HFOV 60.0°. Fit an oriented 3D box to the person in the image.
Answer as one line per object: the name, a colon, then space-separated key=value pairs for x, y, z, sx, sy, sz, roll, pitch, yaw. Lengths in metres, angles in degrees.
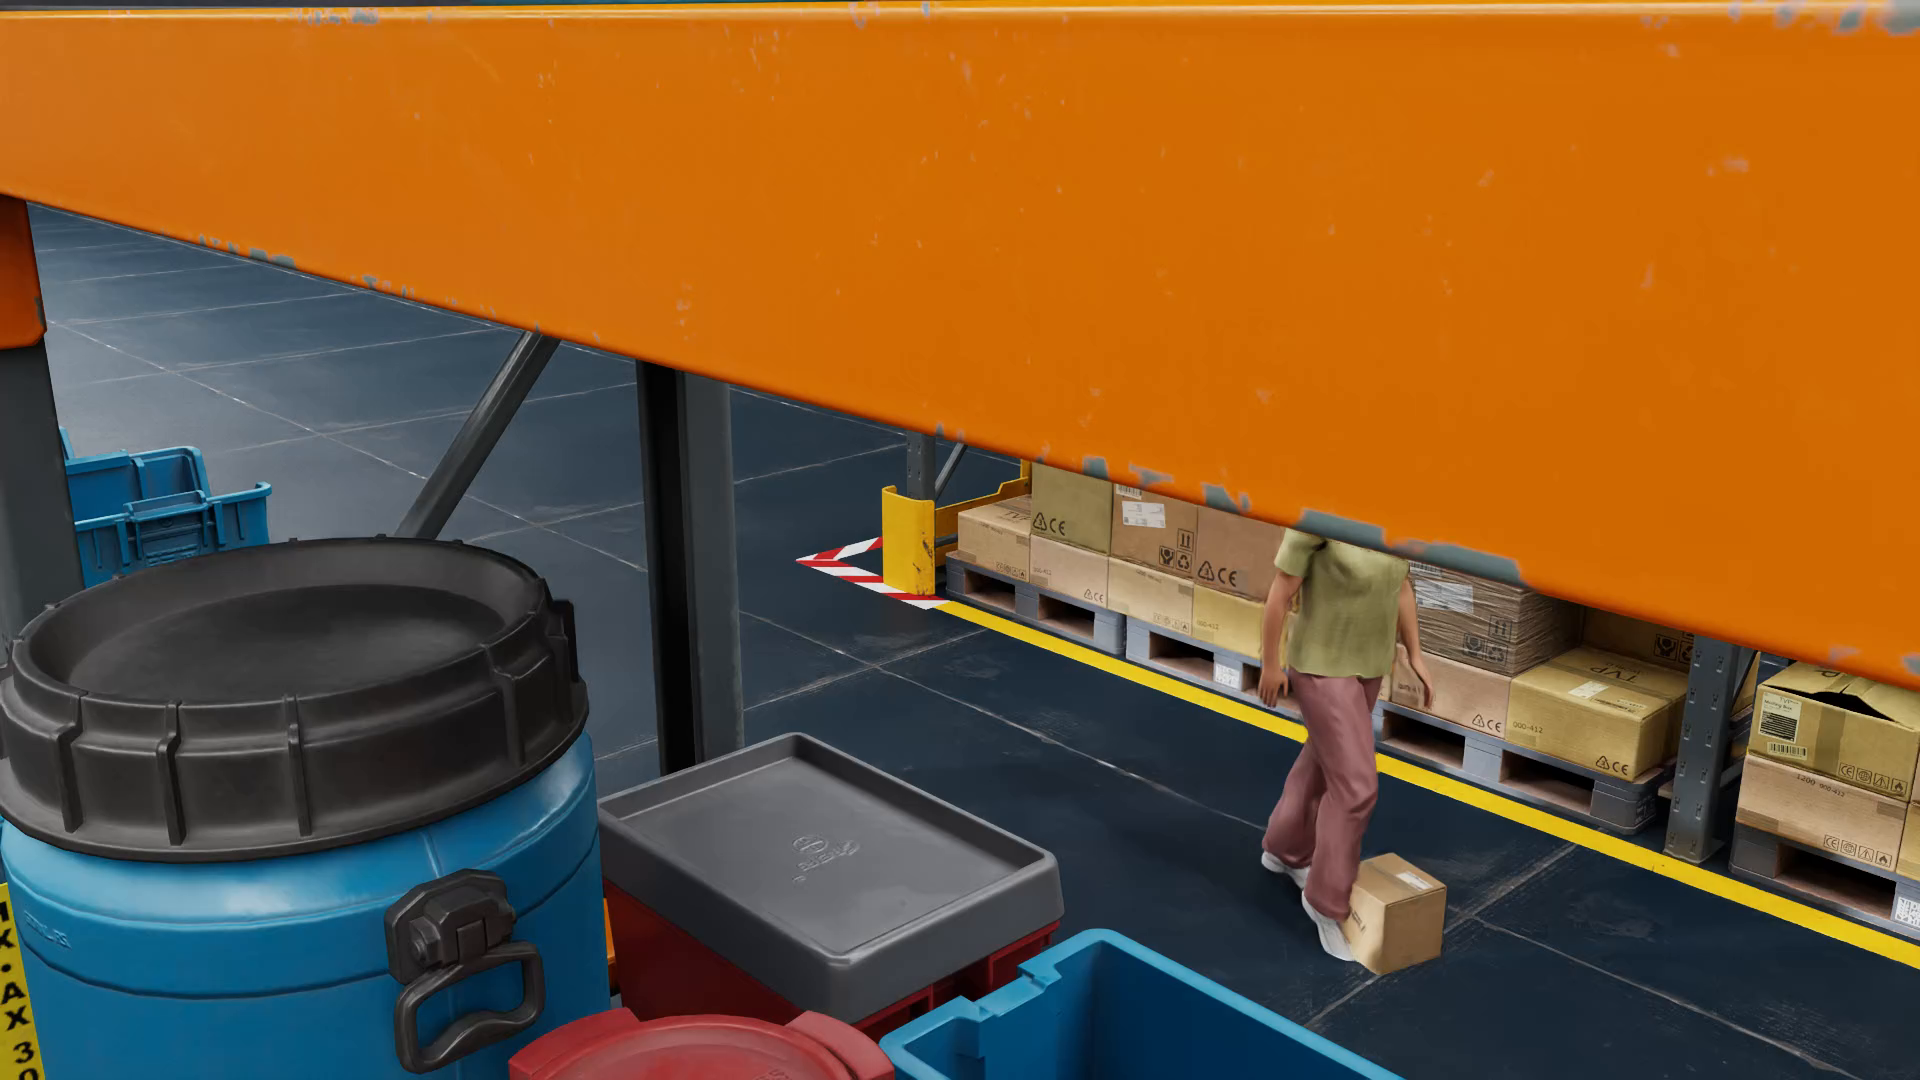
person: x=1.184 y=0.434 z=5.211 sx=0.478 sy=1.728 sz=0.585 roll=-11 pitch=21 yaw=-32
